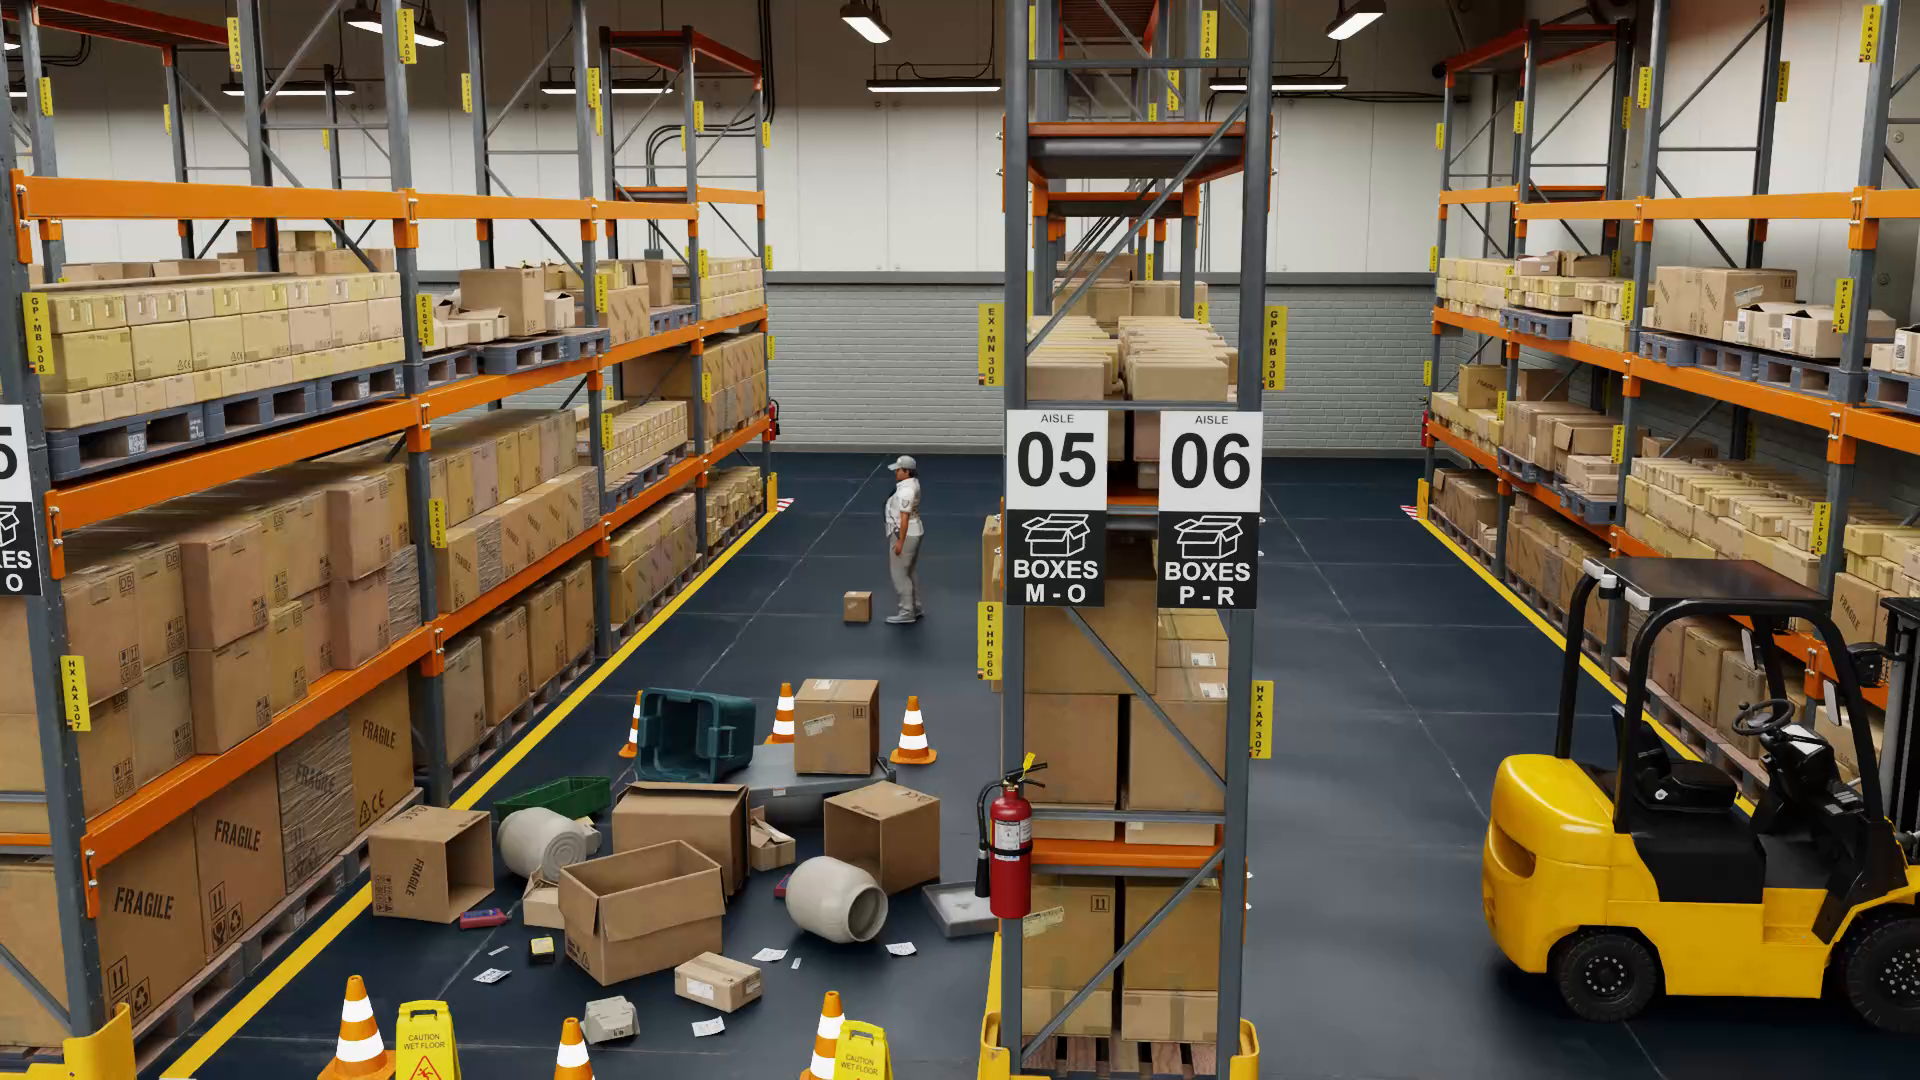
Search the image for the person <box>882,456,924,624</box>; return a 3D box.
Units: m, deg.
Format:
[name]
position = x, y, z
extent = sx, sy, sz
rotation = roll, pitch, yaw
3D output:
[person]
position = -0.557, 0.006, 16.502
extent = 0.386, 1.695, 0.467
rotation = 1, 11, 5
